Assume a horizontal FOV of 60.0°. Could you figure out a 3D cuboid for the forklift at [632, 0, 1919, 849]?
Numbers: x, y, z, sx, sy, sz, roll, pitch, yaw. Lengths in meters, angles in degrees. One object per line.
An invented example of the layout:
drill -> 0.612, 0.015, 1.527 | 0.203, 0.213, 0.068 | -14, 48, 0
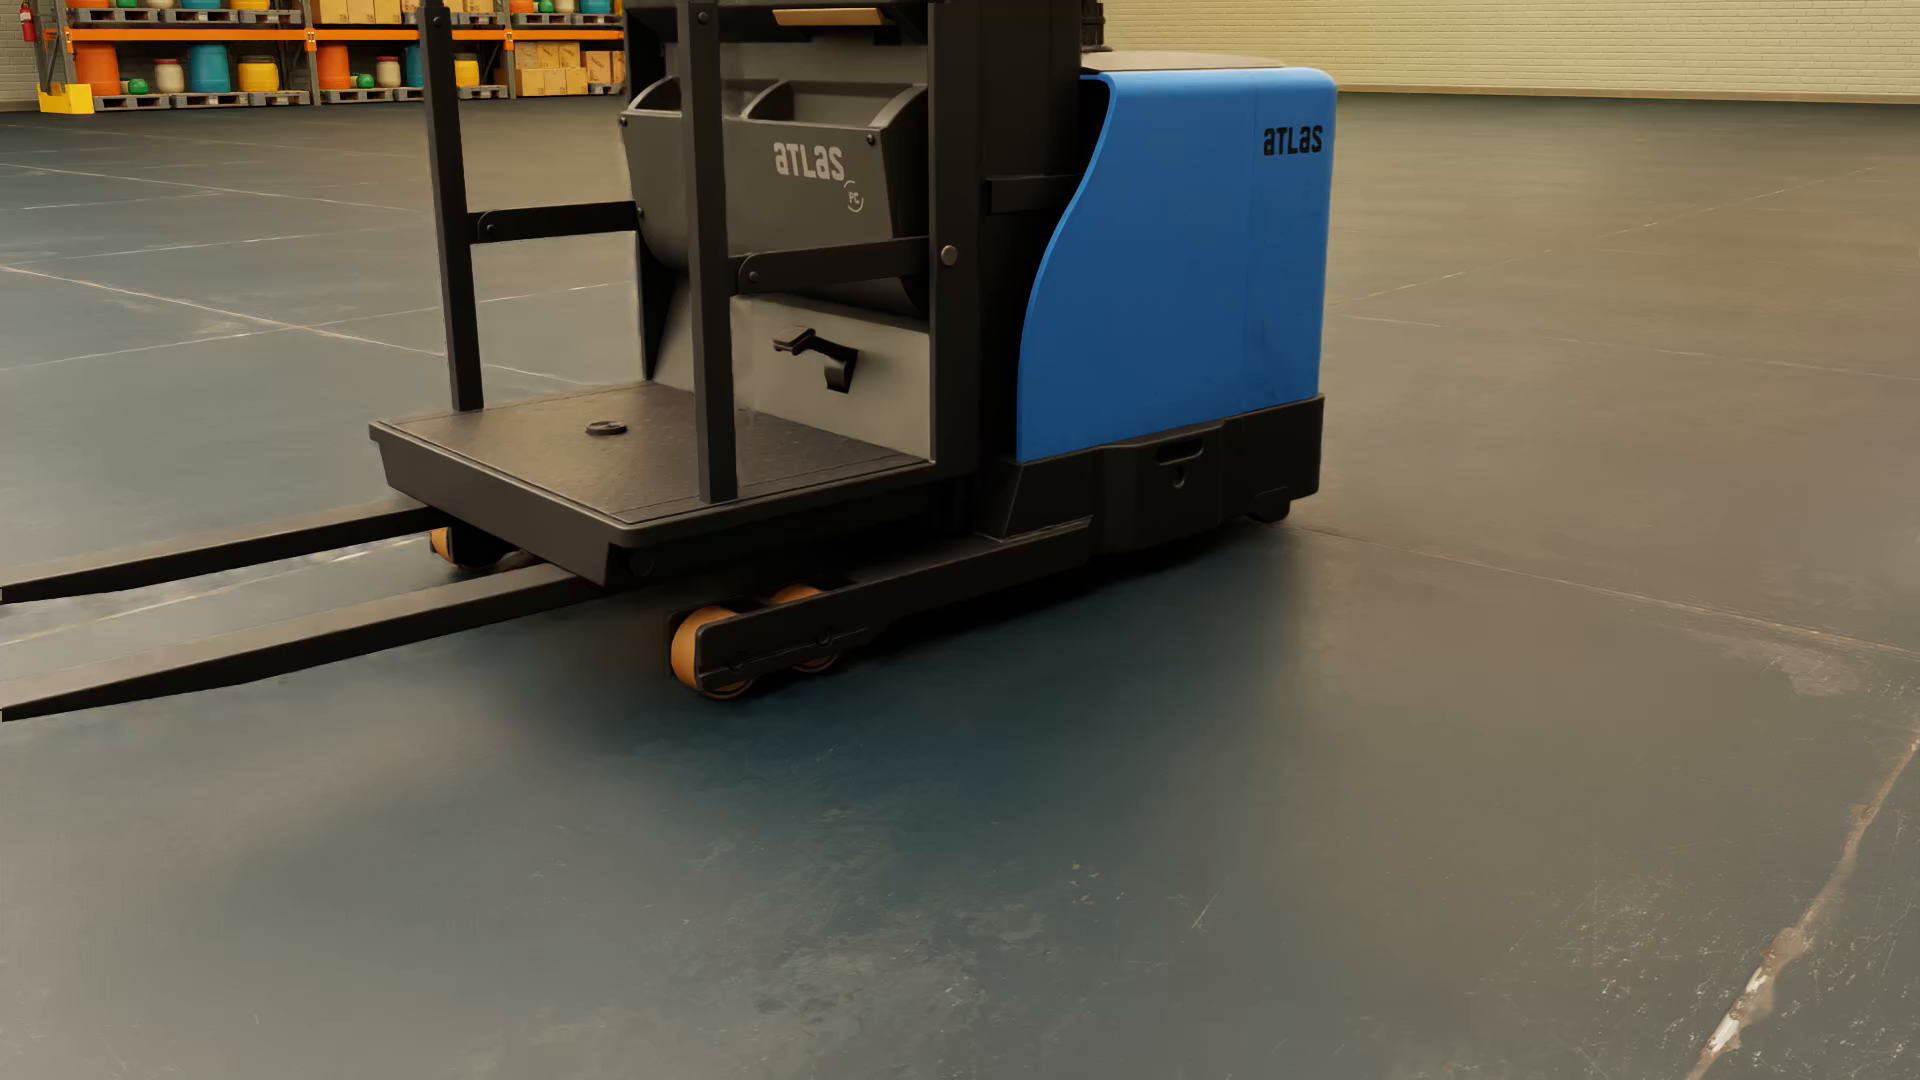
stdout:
forklift -> 0.321, -1.257, 3.037 | 1.130, 2.935, 3.031 | -9, 19, -28
